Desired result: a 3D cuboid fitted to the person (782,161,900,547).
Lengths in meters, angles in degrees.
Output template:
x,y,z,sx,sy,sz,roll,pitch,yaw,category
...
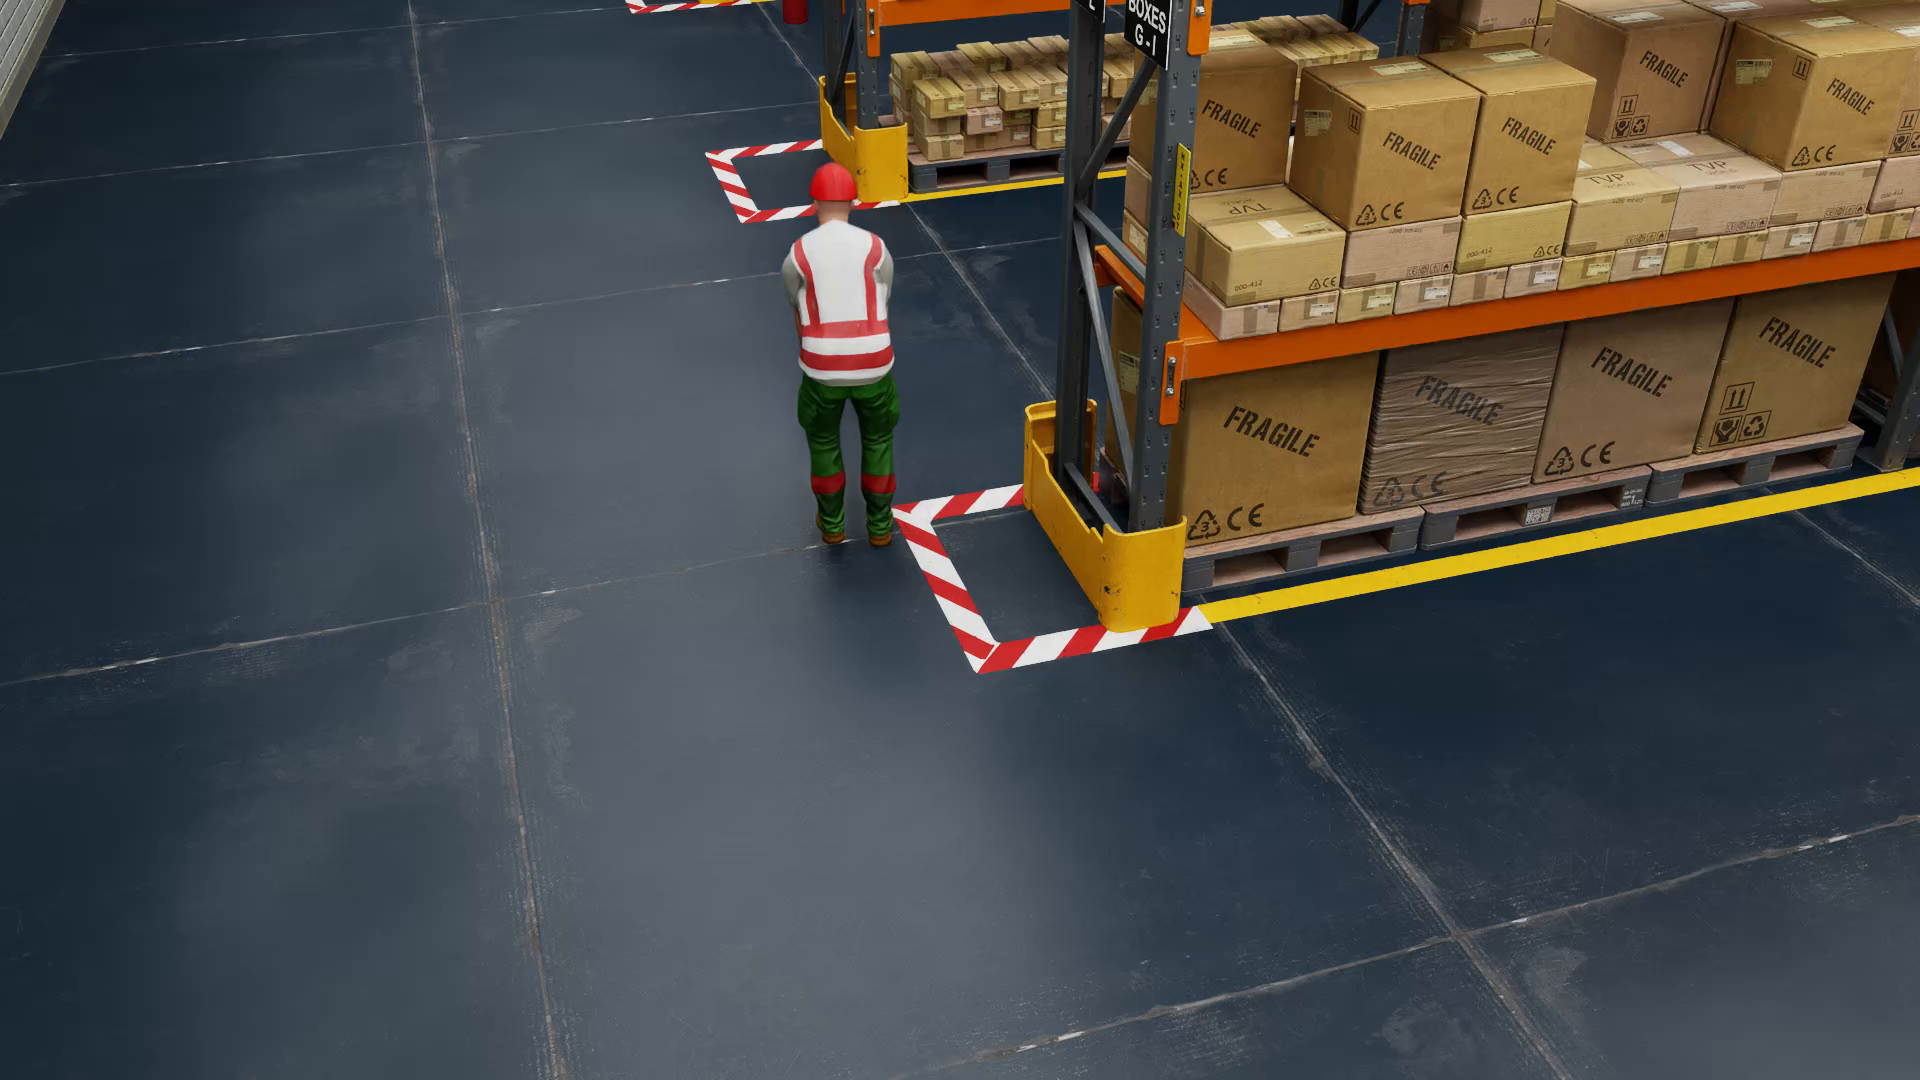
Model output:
x,y,z,sx,sy,sz,roll,pitch,yaw,category
-0.520,-0.796,7.373,0.482,1.725,0.607,-4,34,-6,person
